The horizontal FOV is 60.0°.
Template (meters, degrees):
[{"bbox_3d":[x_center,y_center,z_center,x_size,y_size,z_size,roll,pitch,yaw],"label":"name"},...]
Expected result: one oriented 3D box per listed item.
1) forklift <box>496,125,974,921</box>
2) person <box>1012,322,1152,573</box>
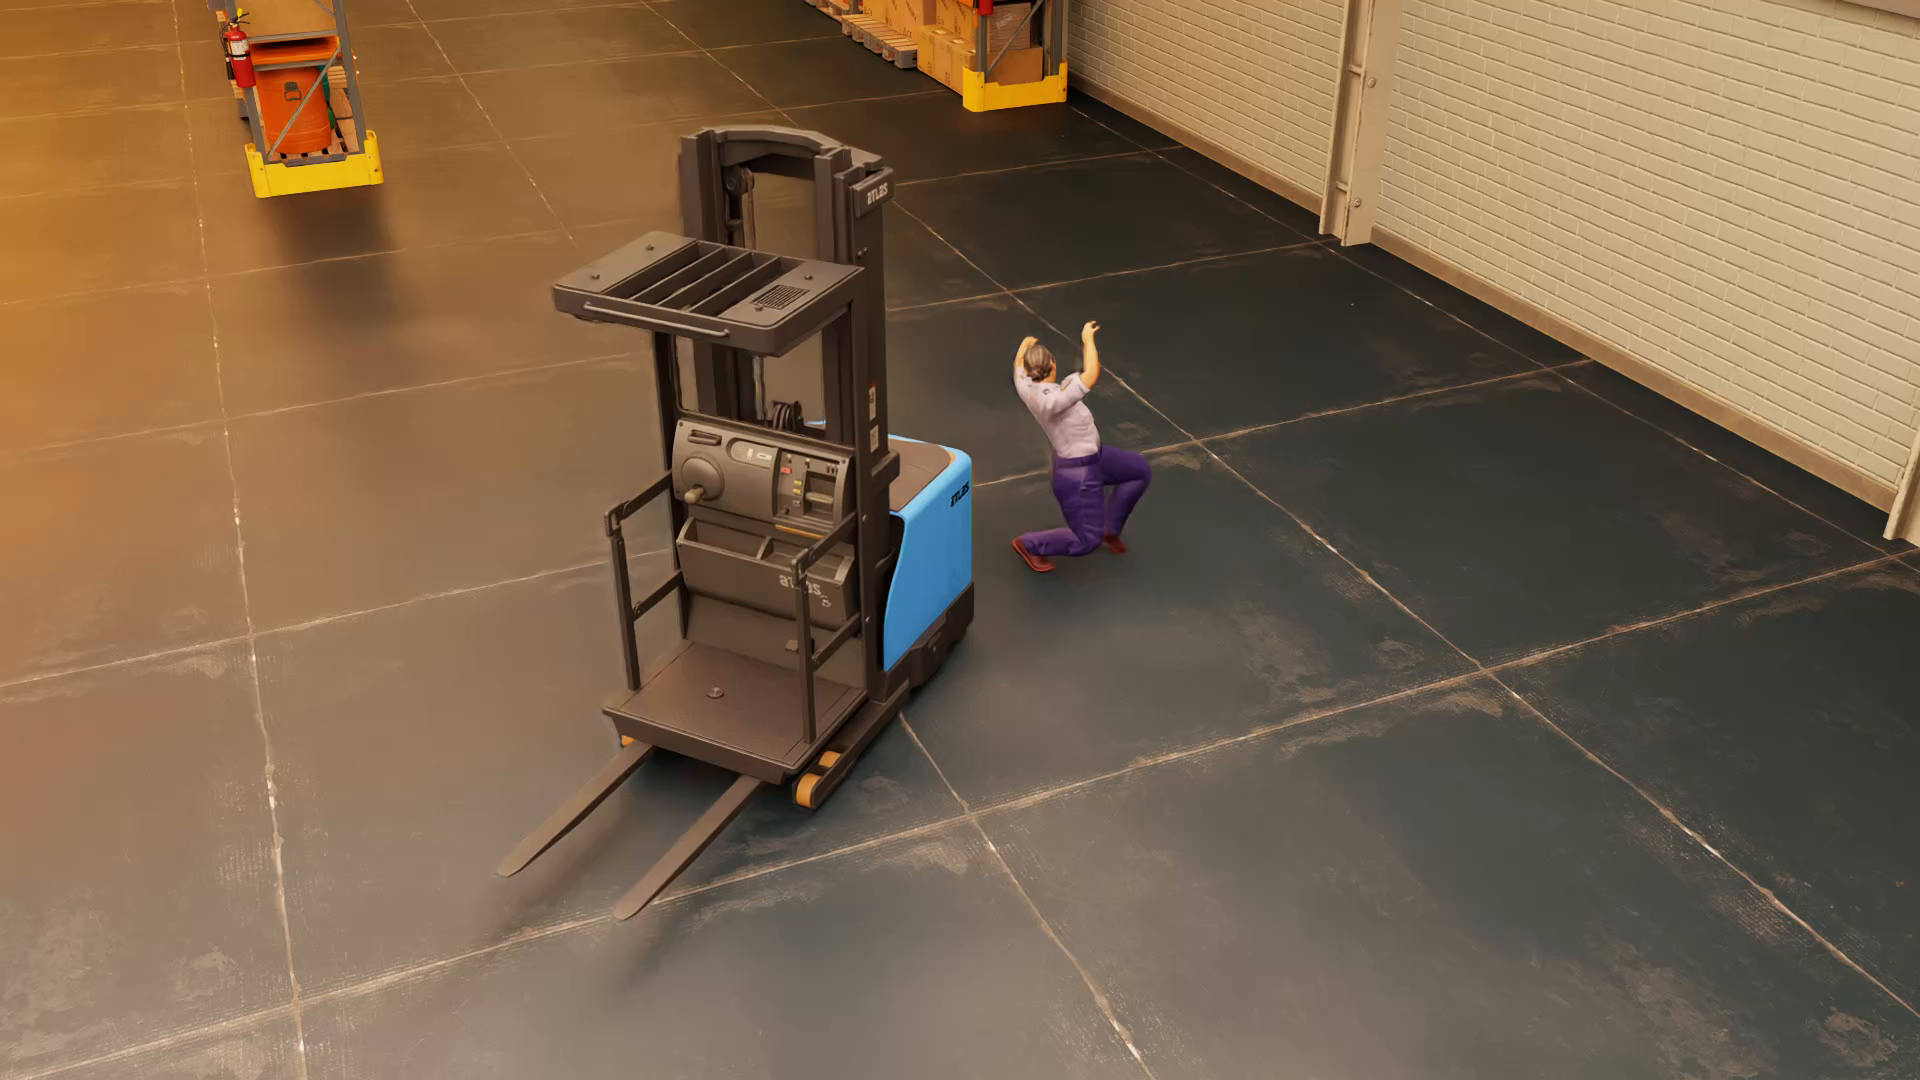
[{"bbox_3d":[-1.024,-0.253,7.563,1.130,2.935,3.031,14,32,22],"label":"forklift"},{"bbox_3d":[0.717,-0.619,9.706,0.815,1.509,1.021,1,30,1],"label":"person"}]
